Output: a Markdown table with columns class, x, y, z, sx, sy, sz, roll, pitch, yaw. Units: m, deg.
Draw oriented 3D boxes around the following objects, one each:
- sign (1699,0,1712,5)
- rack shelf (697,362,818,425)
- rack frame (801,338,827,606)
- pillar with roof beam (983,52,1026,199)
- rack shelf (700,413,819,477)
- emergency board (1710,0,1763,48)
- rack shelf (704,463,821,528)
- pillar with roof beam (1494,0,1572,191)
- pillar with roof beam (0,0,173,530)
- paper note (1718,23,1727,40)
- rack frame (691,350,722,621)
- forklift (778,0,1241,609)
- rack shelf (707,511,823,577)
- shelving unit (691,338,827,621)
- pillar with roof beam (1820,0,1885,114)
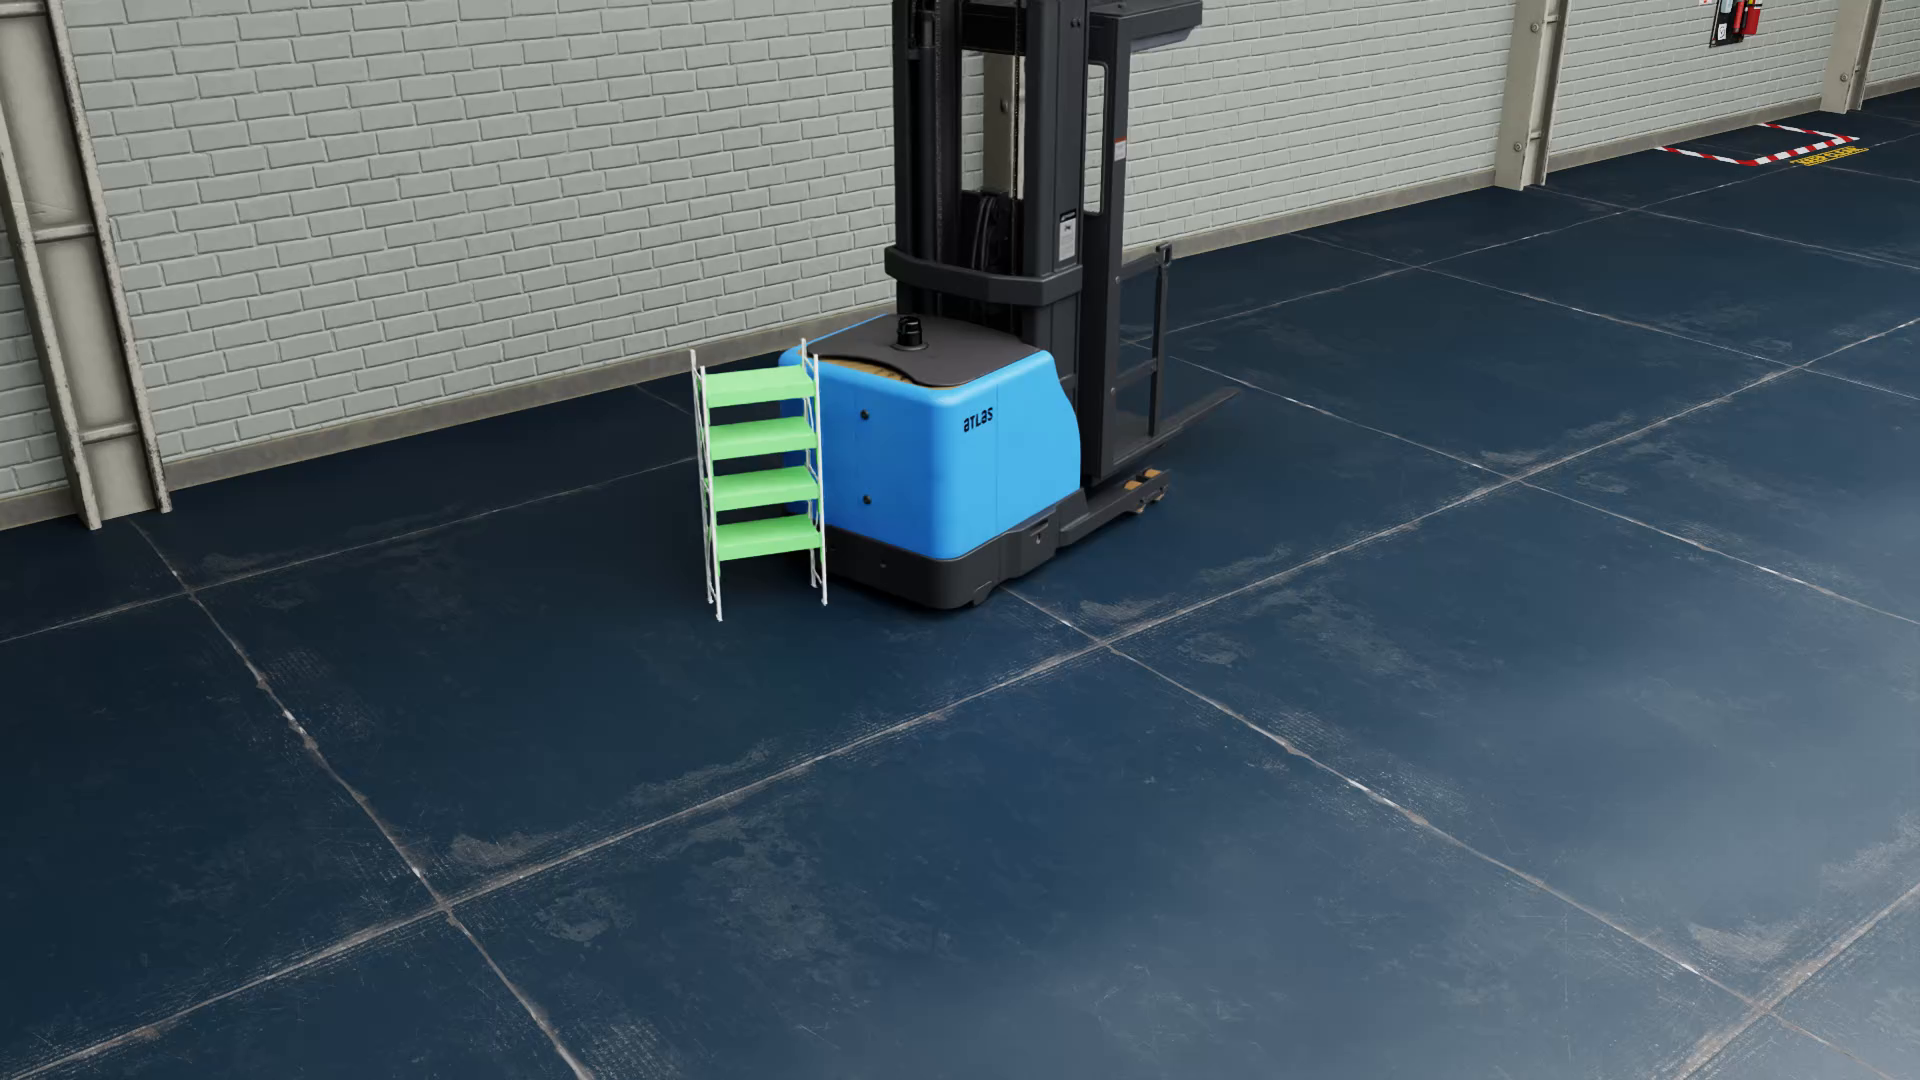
| class | x | y | z | sx | sy | sz | roll | pitch | yaw |
| --- | --- | --- | --- | --- | --- | --- | --- | --- | --- |
| sign | 7.386 | -5.465 | 16.420 | 0.234 | 0.329 | 0.001 | -18 | 31 | -34 |
| rack shelf | -0.884 | -0.638 | 7.211 | 0.480 | 0.148 | 0.258 | -8 | 26 | -17 |
| rack frame | -0.653 | -0.293 | 7.457 | 0.015 | 1.200 | 0.240 | -8 | 26 | -17 |
| pillar with roof beam | 3.067 | -4.366 | 6.967 | 0.400 | 9.000 | 9.100 | -18 | 31 | -34 |
| rack shelf | -0.884 | -0.420 | 7.312 | 0.480 | 0.148 | 0.258 | -8 | 26 | -17 |
| emergency board | 7.885 | -5.558 | 16.663 | 0.643 | 1.169 | 0.194 | -18 | 31 | -34 |
| rack shelf | -0.884 | -0.202 | 7.413 | 0.480 | 0.148 | 0.258 | -8 | 26 | -17 |
| pillar with roof beam | 7.788 | -5.924 | 10.325 | 0.400 | 9.000 | 9.100 | -18 | 31 | -34 |
| pillar with roof beam | -1.655 | -2.807 | 3.609 | 0.400 | 9.000 | 9.100 | -18 | 31 | -34 |
| paper note | 7.703 | -5.136 | 16.799 | 0.142 | 0.148 | 0.016 | -18 | 31 | -34 |
| rack frame | -1.115 | -0.227 | 7.315 | 0.015 | 1.200 | 0.240 | -8 | 26 | -17 |
| forklift | 0.445 | -1.578 | 8.169 | 1.130 | 2.935 | 3.031 | 18 | 30 | 33 |
| rack shelf | -0.884 | 0.015 | 7.514 | 0.480 | 0.148 | 0.258 | -8 | 26 | -17 |
| shelving unit | -0.884 | -0.260 | 7.386 | 0.503 | 1.200 | 0.258 | -8 | 26 | -17 |
| pillar with roof beam | 12.510 | -7.483 | 13.683 | 0.400 | 9.000 | 9.100 | -18 | 31 | -34 |
